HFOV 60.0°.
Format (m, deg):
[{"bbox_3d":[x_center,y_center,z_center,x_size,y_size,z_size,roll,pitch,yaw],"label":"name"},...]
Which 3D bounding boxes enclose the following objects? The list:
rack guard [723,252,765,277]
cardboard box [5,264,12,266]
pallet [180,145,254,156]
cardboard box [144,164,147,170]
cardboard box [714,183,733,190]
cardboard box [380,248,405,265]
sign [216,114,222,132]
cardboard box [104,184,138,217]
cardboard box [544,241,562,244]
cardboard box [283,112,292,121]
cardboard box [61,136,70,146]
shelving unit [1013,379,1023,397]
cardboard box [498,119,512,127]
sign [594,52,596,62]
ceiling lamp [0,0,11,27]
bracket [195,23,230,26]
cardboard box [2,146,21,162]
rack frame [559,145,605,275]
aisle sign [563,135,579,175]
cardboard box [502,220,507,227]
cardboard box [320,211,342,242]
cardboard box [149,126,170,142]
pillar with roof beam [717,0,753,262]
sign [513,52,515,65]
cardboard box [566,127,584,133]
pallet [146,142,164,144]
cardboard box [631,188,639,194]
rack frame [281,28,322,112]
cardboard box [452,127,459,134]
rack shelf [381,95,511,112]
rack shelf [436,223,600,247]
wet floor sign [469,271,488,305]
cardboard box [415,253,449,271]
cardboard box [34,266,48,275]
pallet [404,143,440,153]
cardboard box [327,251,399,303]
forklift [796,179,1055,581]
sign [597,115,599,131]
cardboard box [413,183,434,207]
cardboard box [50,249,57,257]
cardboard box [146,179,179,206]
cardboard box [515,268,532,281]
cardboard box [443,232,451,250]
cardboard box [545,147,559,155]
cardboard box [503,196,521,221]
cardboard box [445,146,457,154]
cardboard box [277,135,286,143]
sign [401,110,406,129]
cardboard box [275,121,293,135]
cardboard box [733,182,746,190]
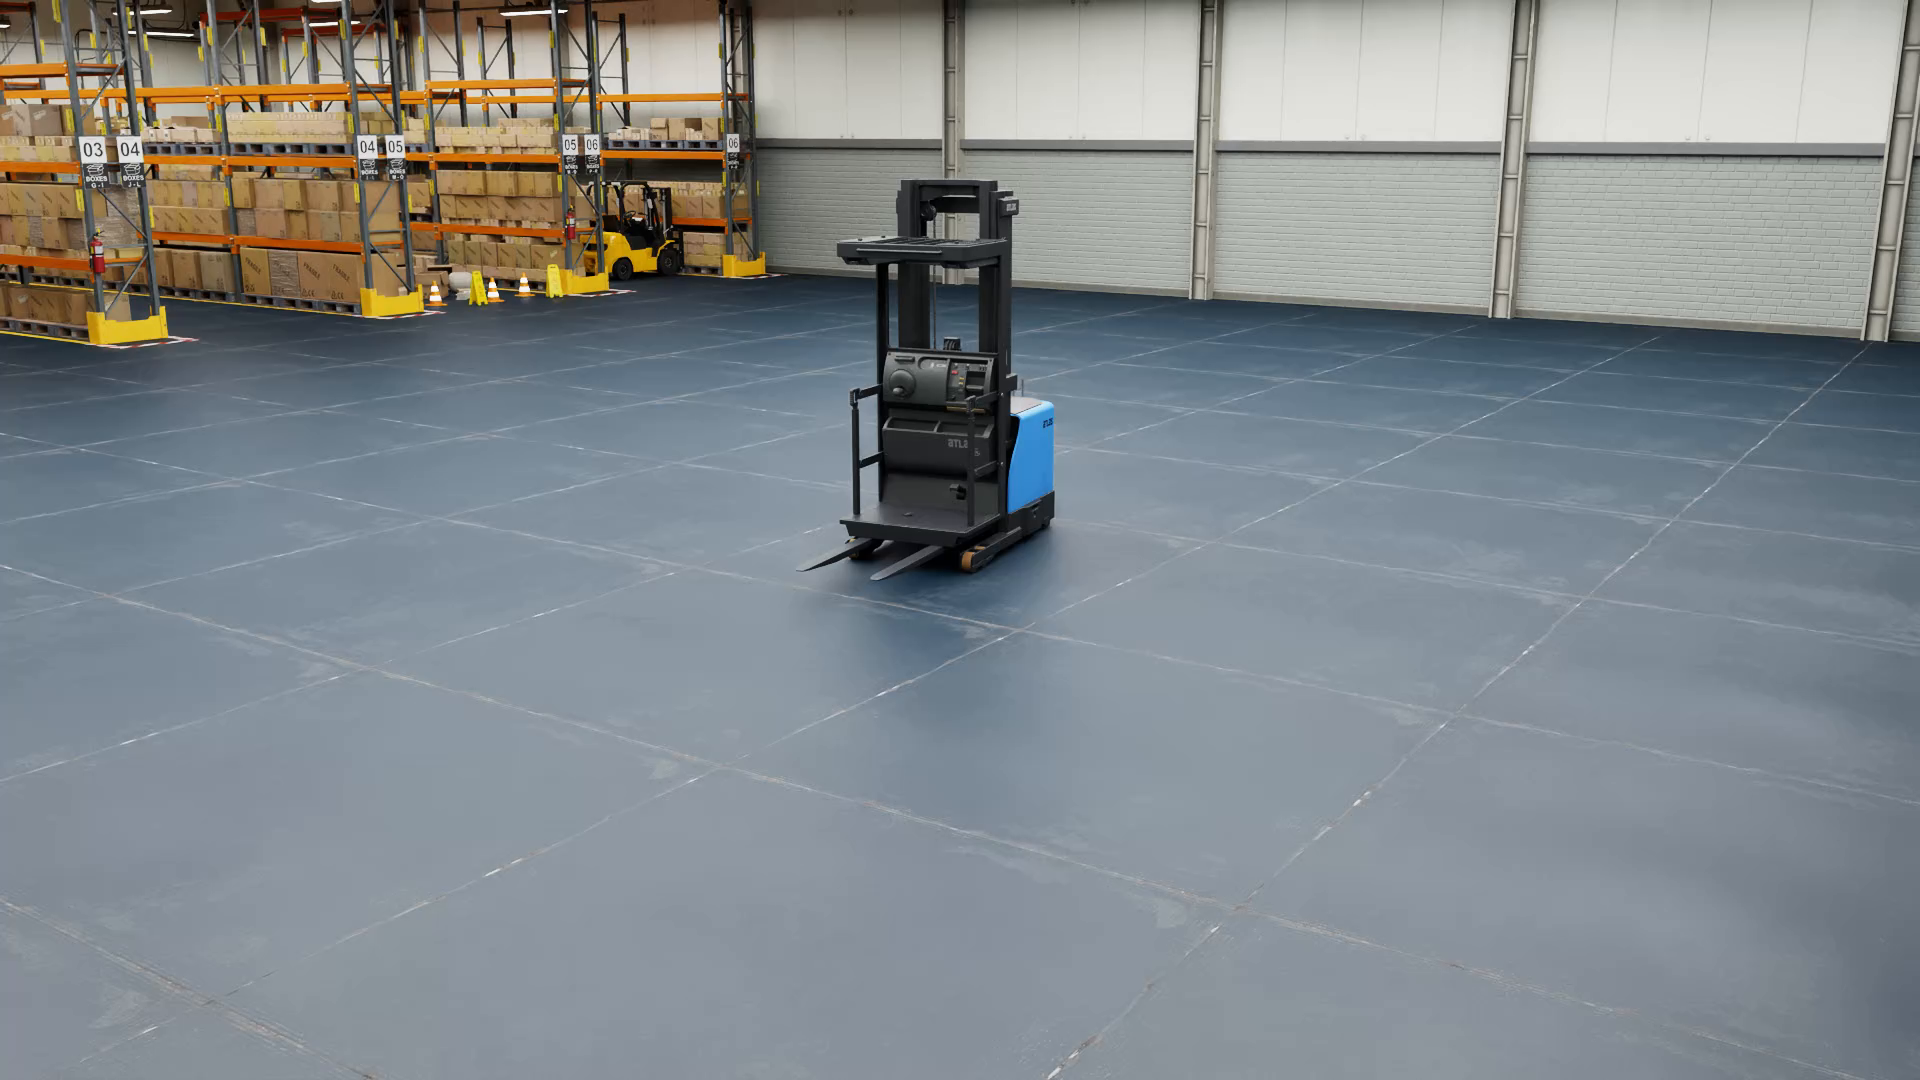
[{"bbox_3d":[-5.024,-6.419,38.715,0.348,0.500,1.175,9,17,33],"label":"rack guard"},{"bbox_3d":[-21.117,-6.232,37.194,0.250,0.149,0.380,8,16,30],"label":"cardboard box"},{"bbox_3d":[-14.597,-7.658,32.672,1.217,0.209,0.805,8,16,31],"label":"pallet"},{"bbox_3d":[-20.538,-9.459,42.152,0.250,0.149,0.380,10,17,35],"label":"cardboard box"},{"bbox_3d":[-5.458,-8.150,38.326,0.250,0.149,0.380,9,17,33],"label":"cardboard box"},{"bbox_3d":[-12.098,-5.977,35.354,0.500,0.500,0.500,9,17,33],"label":"cardboard box"},{"bbox_3d":[-14.103,-7.932,31.650,0.005,0.325,0.100,9,17,33],"label":"sign"},{"bbox_3d":[-13.646,-5.476,26.795,0.500,0.500,0.500,9,17,33],"label":"cardboard box"},{"bbox_3d":[-8.782,-6.115,35.569,0.500,0.500,0.500,8,16,31],"label":"cardboard box"},{"bbox_3d":[-12.224,-7.801,30.633,0.250,0.149,0.380,9,17,33],"label":"cardboard box"},{"bbox_3d":[-13.897,-6.280,26.190,0.250,0.149,0.380,9,16,31],"label":"cardboard box"},{"bbox_3d":[0.421,-0.811,14.604,0.189,1.200,0.258,6,15,22],"label":"shelving unit"},{"bbox_3d":[-11.217,-10.320,41.738,0.500,0.500,0.500,9,17,33],"label":"cardboard box"},{"bbox_3d":[-8.656,-11.467,39.308,0.005,0.325,0.100,9,17,33],"label":"sign"},{"bbox_3d":[-24.667,-14.414,41.174,0.800,3.185,2.000,9,17,33],"label":"ceiling lamp"},{"bbox_3d":[-22.915,-15.342,49.581,5.218,0.066,0.076,9,17,33],"label":"bracket"},{"bbox_3d":[-15.140,-6.270,26.980,0.500,0.250,0.500,9,16,32],"label":"cardboard box"},{"bbox_3d":[-7.811,-6.646,34.427,0.127,3.000,1.000,9,17,33],"label":"rack frame"},{"bbox_3d":[-7.921,-7.842,33.848,0.004,0.787,0.394,9,17,33],"label":"aisle sign"},{"bbox_3d":[-9.498,-6.740,35.332,0.250,0.149,0.380,9,17,33],"label":"cardboard box"},{"bbox_3d":[-11.291,-5.828,30.813,0.550,0.550,0.875,9,17,33],"label":"cardboard box"},{"bbox_3d":[-15.808,-8.106,33.188,0.500,0.311,0.500,9,16,32],"label":"cardboard box"},{"bbox_3d":[-7.521,-9.963,35.342,0.548,9.000,9.100,9,17,33],"label":"pillar with roof beam"},{"bbox_3d":[-11.375,-12.262,42.358,0.005,0.325,0.100,9,17,33],"label":"sign"},{"bbox_3d":[-7.992,-8.455,34.358,0.250,0.149,0.380,9,17,32],"label":"cardboard box"},{"bbox_3d":[-20.466,-10.107,42.352,1.213,0.211,1.003,9,17,33],"label":"pallet"},{"bbox_3d":[-7.634,-8.329,39.669,0.250,0.149,0.380,10,17,34],"label":"cardboard box"},{"bbox_3d":[-18.320,-12.694,46.375,0.127,3.000,1.000,9,17,33],"label":"rack frame"},{"bbox_3d":[-10.605,-8.730,35.467,0.250,0.149,0.380,9,16,31],"label":"cardboard box"},{"bbox_3d":[-13.341,-11.346,43.259,4.000,0.370,1.077,9,17,33],"label":"rack shelf"},{"bbox_3d":[-9.470,-6.565,35.597,4.000,0.370,1.077,9,17,33],"label":"rack shelf"},{"bbox_3d":[-9.360,-4.893,32.248,0.232,0.644,0.267,6,15,23],"label":"wet floor sign"},{"bbox_3d":[-11.566,-6.180,37.142,0.625,0.372,0.950,9,17,34],"label":"cardboard box"},{"bbox_3d":[-19.982,-6.093,36.523,0.500,0.500,0.500,10,17,35],"label":"cardboard box"},{"bbox_3d":[-11.583,-8.651,36.677,1.003,0.211,1.213,9,17,33],"label":"pallet"},{"bbox_3d":[-11.089,-4.895,30.905,0.875,0.875,0.875,9,17,33],"label":"cardboard box"},{"bbox_3d":[-0.258,-1.287,12.921,1.130,2.935,3.031,6,15,24],"label":"forklift"},{"bbox_3d":[-7.508,-8.634,34.399,0.005,0.325,0.100,9,17,33],"label":"sign"},{"bbox_3d":[-11.641,-7.595,36.562,0.500,0.500,0.500,9,16,32],"label":"cardboard box"},{"bbox_3d":[-14.520,-4.680,27.010,0.250,0.149,0.380,9,17,33],"label":"cardboard box"},{"bbox_3d":[-16.340,-7.122,34.063,0.500,0.500,0.700,9,16,32],"label":"cardboard box"},{"bbox_3d":[-9.057,-5.641,35.216,0.500,0.250,0.500,9,17,33],"label":"cardboard box"},{"bbox_3d":[-13.439,-7.918,43.895,0.500,0.500,0.500,8,16,31],"label":"cardboard box"},{"bbox_3d":[-8.263,-7.972,34.065,0.250,0.149,0.380,9,17,33],"label":"cardboard box"},{"bbox_3d":[-9.241,-6.992,35.001,0.500,0.500,0.500,9,17,33],"label":"cardboard box"},{"bbox_3d":[-10.823,-8.379,35.709,0.250,0.149,0.380,9,17,33],"label":"cardboard box"},{"bbox_3d":[-12.434,-7.448,30.865,0.250,0.149,0.380,9,17,34],"label":"cardboard box"},{"bbox_3d":[-10.175,-7.674,30.354,0.005,0.325,0.100,9,17,33],"label":"sign"},{"bbox_3d":[-12.300,-7.638,30.803,0.500,0.250,0.500,9,17,33],"label":"cardboard box"},{"bbox_3d":[-5.203,-8.231,38.656,0.250,0.149,0.380,9,16,32],"label":"cardboard box"}]
